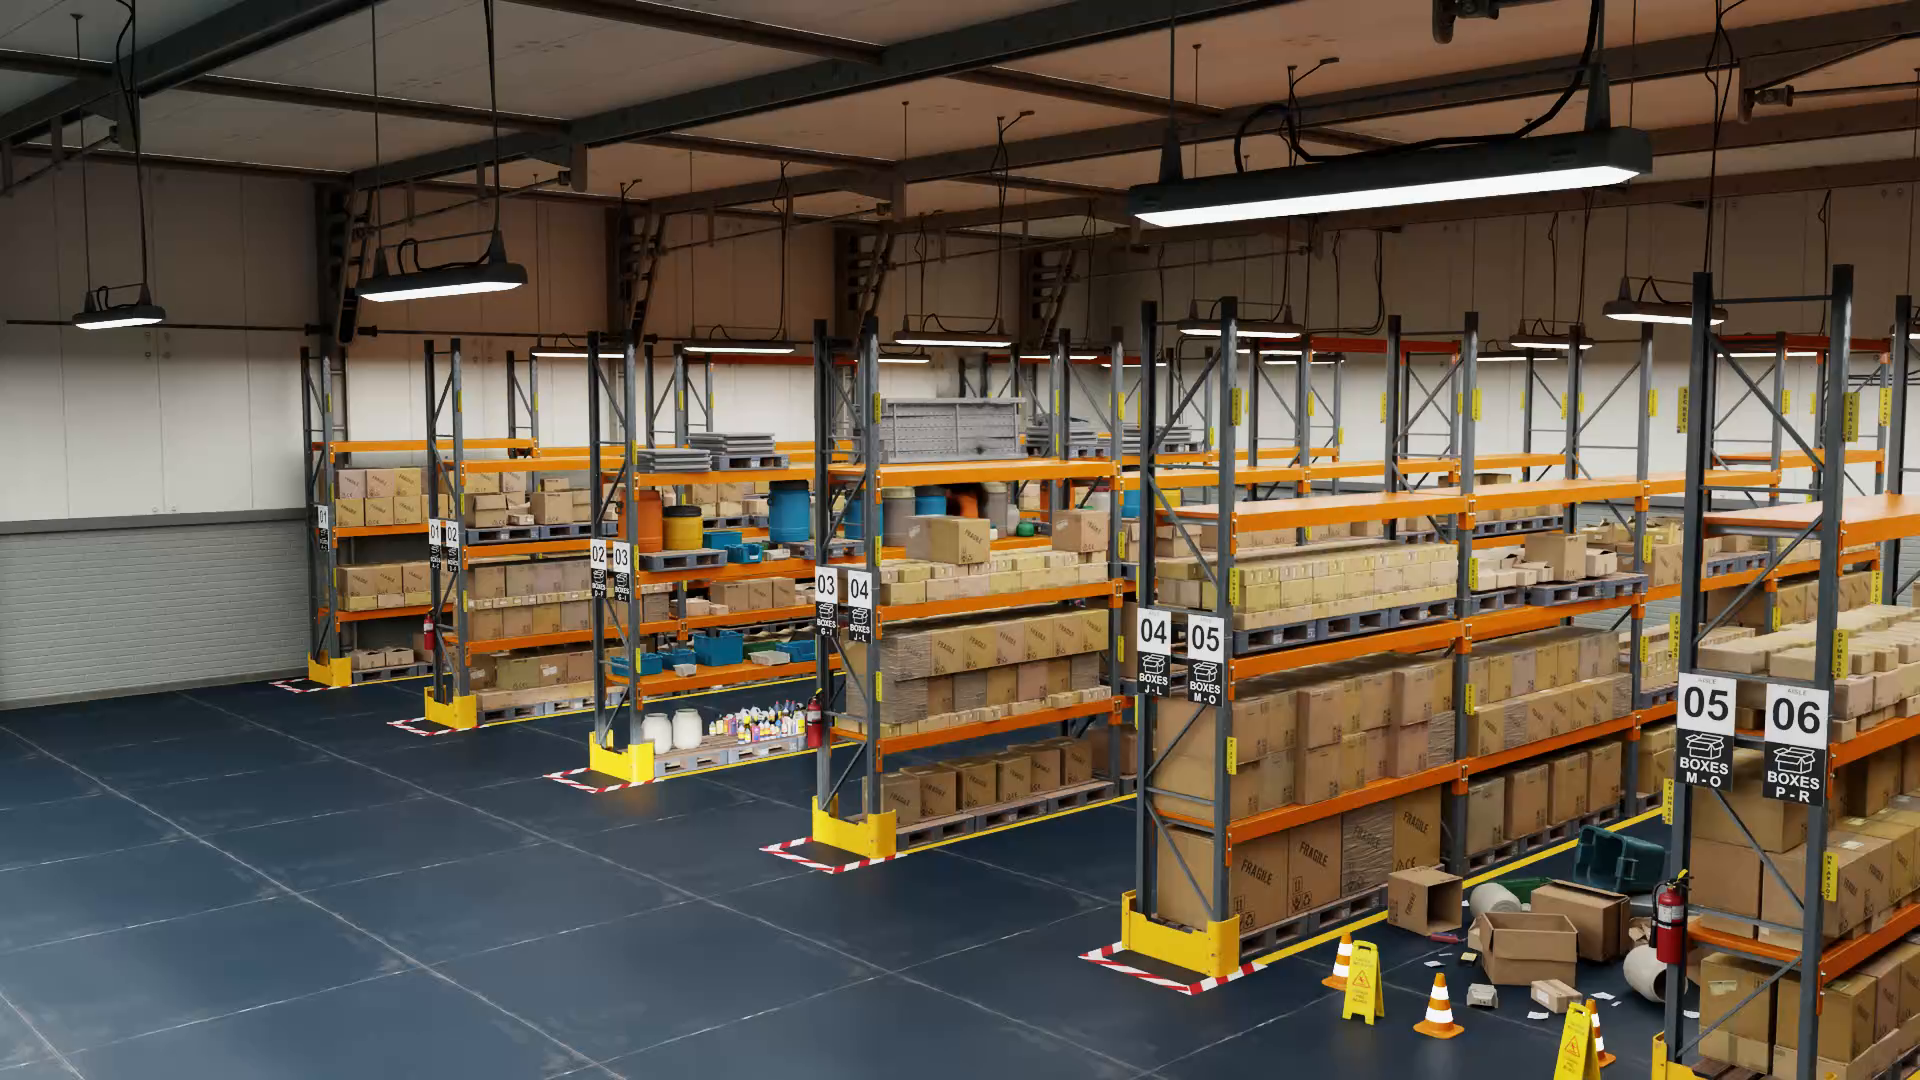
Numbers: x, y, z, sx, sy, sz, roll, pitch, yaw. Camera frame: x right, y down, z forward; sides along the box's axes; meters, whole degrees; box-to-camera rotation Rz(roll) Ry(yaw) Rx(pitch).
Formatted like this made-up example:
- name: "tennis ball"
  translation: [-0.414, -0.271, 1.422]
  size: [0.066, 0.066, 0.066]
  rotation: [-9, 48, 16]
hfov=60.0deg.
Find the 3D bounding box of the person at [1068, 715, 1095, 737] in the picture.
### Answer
- name: "person"
  translation: [1.698, 1.993, 23.826]
  size: [0.503, 1.689, 0.684]
  rotation: [3, 6, 34]
